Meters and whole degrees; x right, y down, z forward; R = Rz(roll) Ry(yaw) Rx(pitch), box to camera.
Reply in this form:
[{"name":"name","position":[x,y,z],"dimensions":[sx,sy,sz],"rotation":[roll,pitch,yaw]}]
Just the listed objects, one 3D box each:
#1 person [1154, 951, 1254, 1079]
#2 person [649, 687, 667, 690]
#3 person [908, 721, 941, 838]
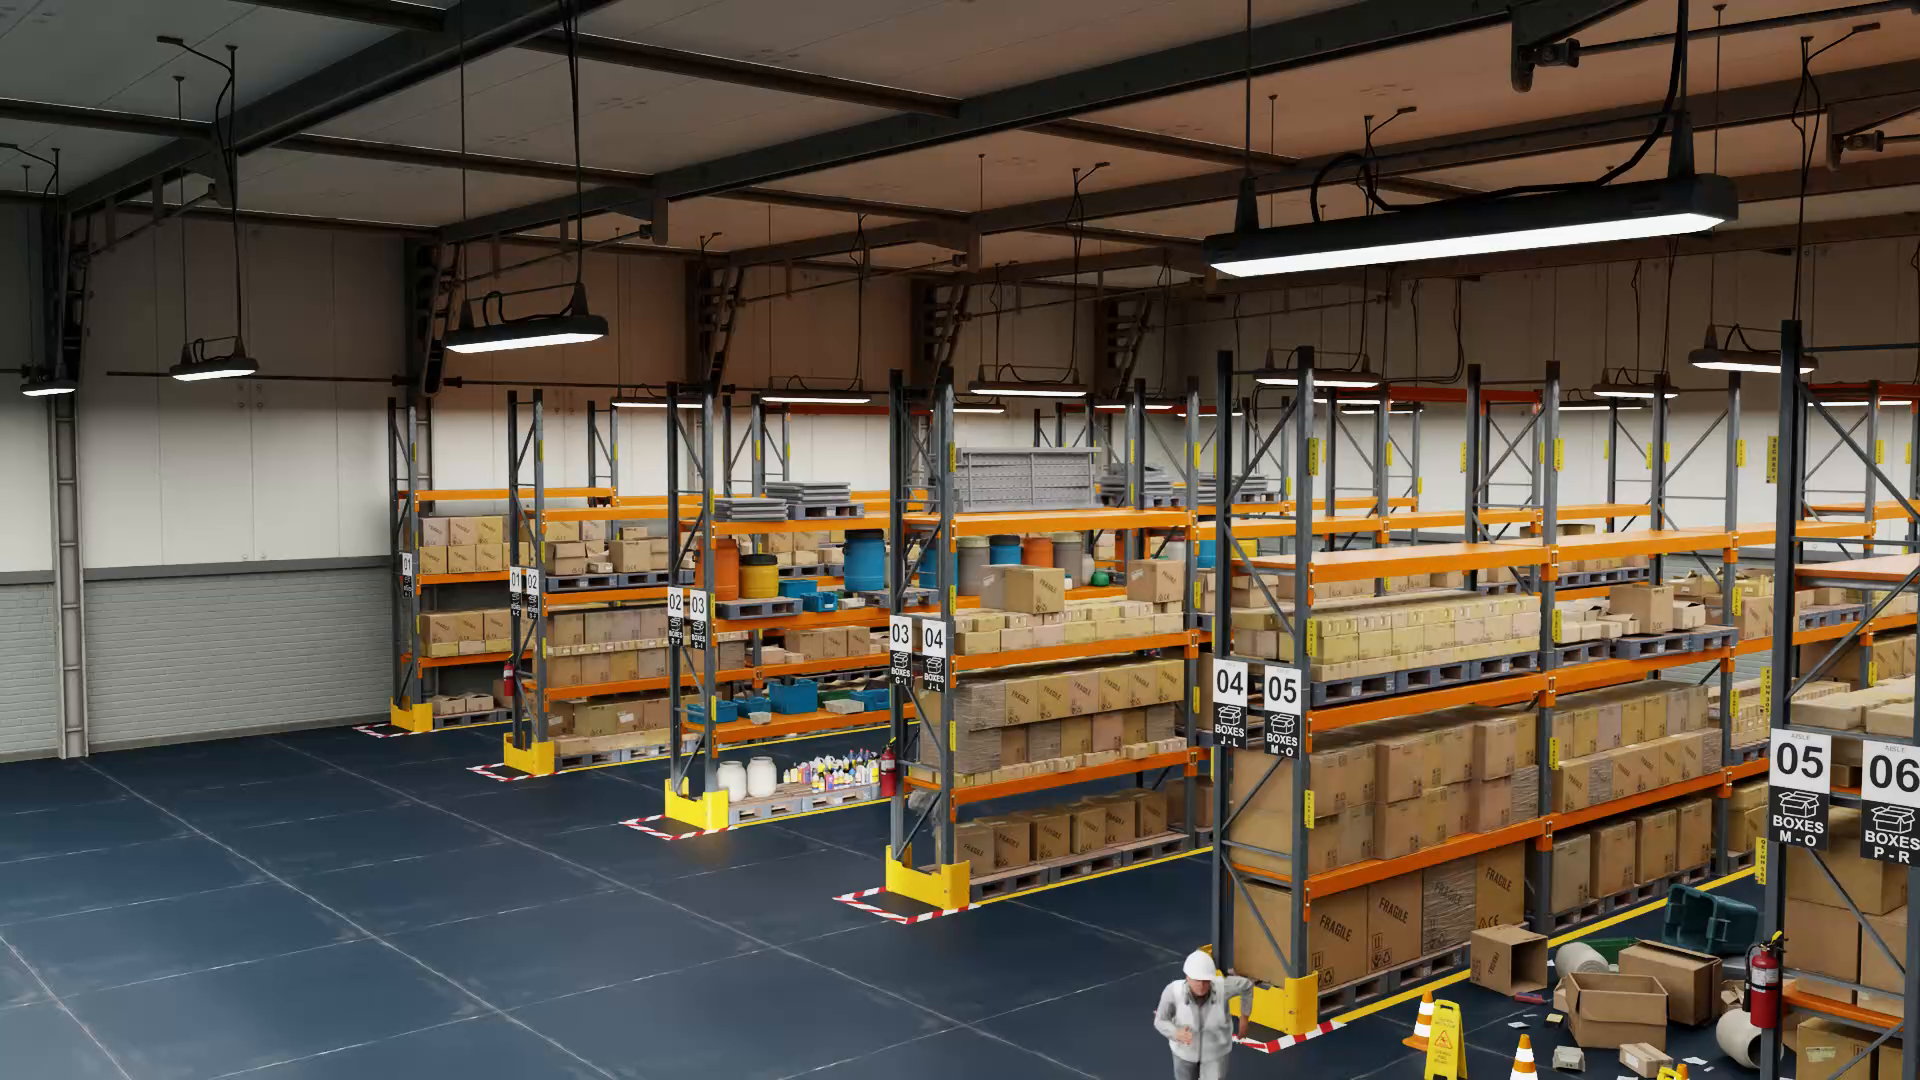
[{"name":"person","position":[1.726,3.663,11.797],"dimensions":[0.695,1.687,0.981],"rotation":[0,3,8]},{"name":"person","position":[-5.387,2.531,29.944],"dimensions":[0.948,1.798,0.726],"rotation":[-3,4,-41]},{"name":"person","position":[-0.353,3.046,21.172],"dimensions":[0.775,1.678,0.636],"rotation":[-3,4,-41]}]
